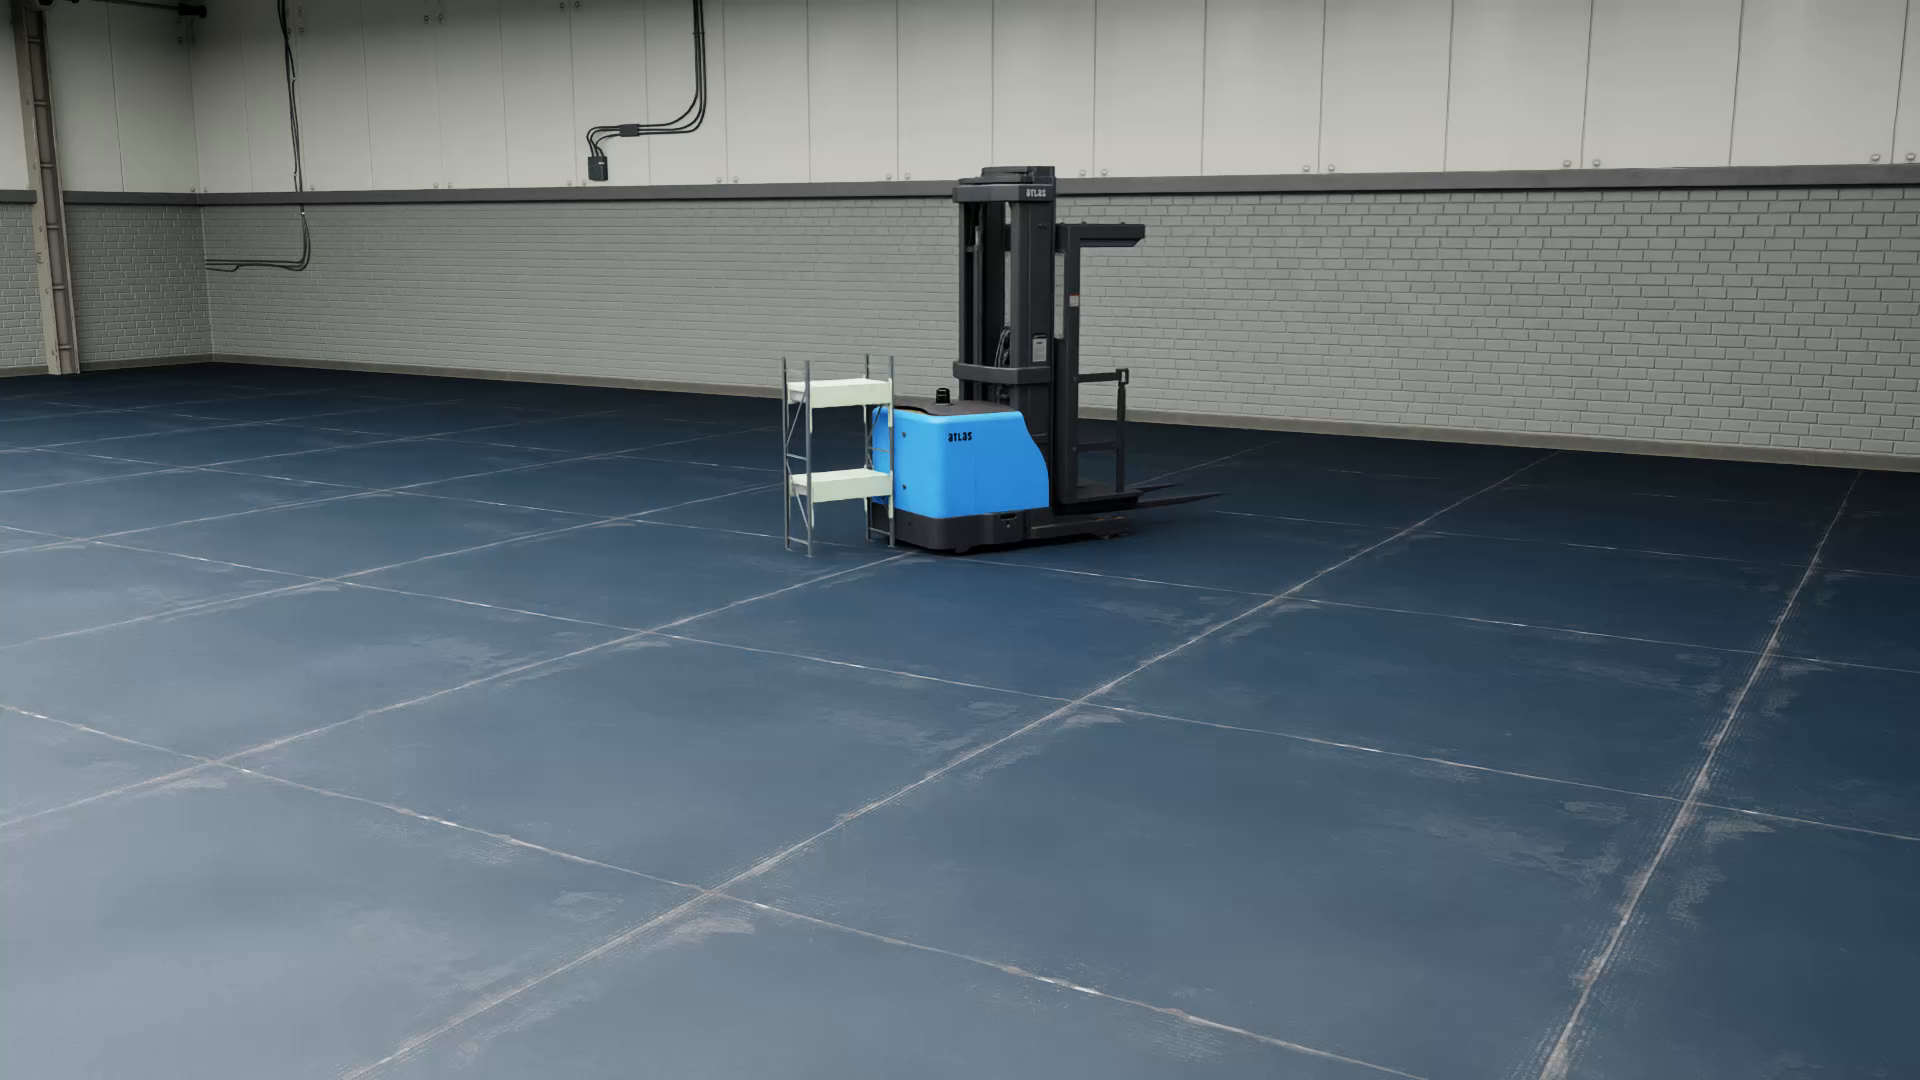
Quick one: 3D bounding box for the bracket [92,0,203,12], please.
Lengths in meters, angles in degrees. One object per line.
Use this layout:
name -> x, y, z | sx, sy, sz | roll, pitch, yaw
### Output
bracket -> -14.055, -9.386, 29.267 | 0.076, 0.066, 3.189 | 6, 12, 31

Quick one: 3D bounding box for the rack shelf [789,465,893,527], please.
rack shelf -> -0.935, -0.346, 12.915 | 0.720, 0.370, 0.431 | -7, 13, -33

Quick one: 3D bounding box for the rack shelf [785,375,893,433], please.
rack shelf -> -0.935, -1.050, 12.783 | 0.720, 0.370, 0.431 | -7, 13, -33

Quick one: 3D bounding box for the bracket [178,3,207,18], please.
bracket -> -13.748, -9.479, 29.763 | 0.235, 0.232, 0.430 | 6, 12, 31

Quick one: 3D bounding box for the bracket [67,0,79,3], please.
bracket -> -14.978, -9.106, 27.772 | 0.235, 0.232, 0.430 | 6, 12, 31

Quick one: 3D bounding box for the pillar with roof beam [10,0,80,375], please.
pillar with roof beam -> -11.818, -6.894, 25.739 | 9.100, 9.000, 0.548 | 6, 12, 31

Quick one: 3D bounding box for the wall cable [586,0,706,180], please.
wall cable -> -4.732, -8.404, 24.565 | 2.305, 6.003, 0.169 | 6, 12, 31

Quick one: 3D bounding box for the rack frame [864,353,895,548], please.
rack frame -> -0.631, -0.704, 13.055 | 0.023, 1.500, 0.400 | -7, 13, -33

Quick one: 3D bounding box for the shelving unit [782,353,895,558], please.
shelving unit -> -0.935, -0.667, 12.855 | 0.755, 1.500, 0.431 | -7, 13, -33

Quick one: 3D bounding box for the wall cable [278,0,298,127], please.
wall cable -> -10.525, -8.340, 28.176 | 3.097, 2.526, 0.112 | 6, 12, 31

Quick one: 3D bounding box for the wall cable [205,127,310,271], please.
wall cable -> -12.838, -6.116, 30.022 | 3.097, 2.526, 0.112 | 6, 12, 31

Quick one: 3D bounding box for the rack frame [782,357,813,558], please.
rack frame -> -1.239, -0.629, 12.654 | 0.023, 1.500, 0.400 | -7, 13, -33

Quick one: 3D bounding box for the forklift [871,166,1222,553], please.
forklift -> 0.805, -1.521, 13.529 | 3.031, 2.935, 1.130 | -7, 13, -32
